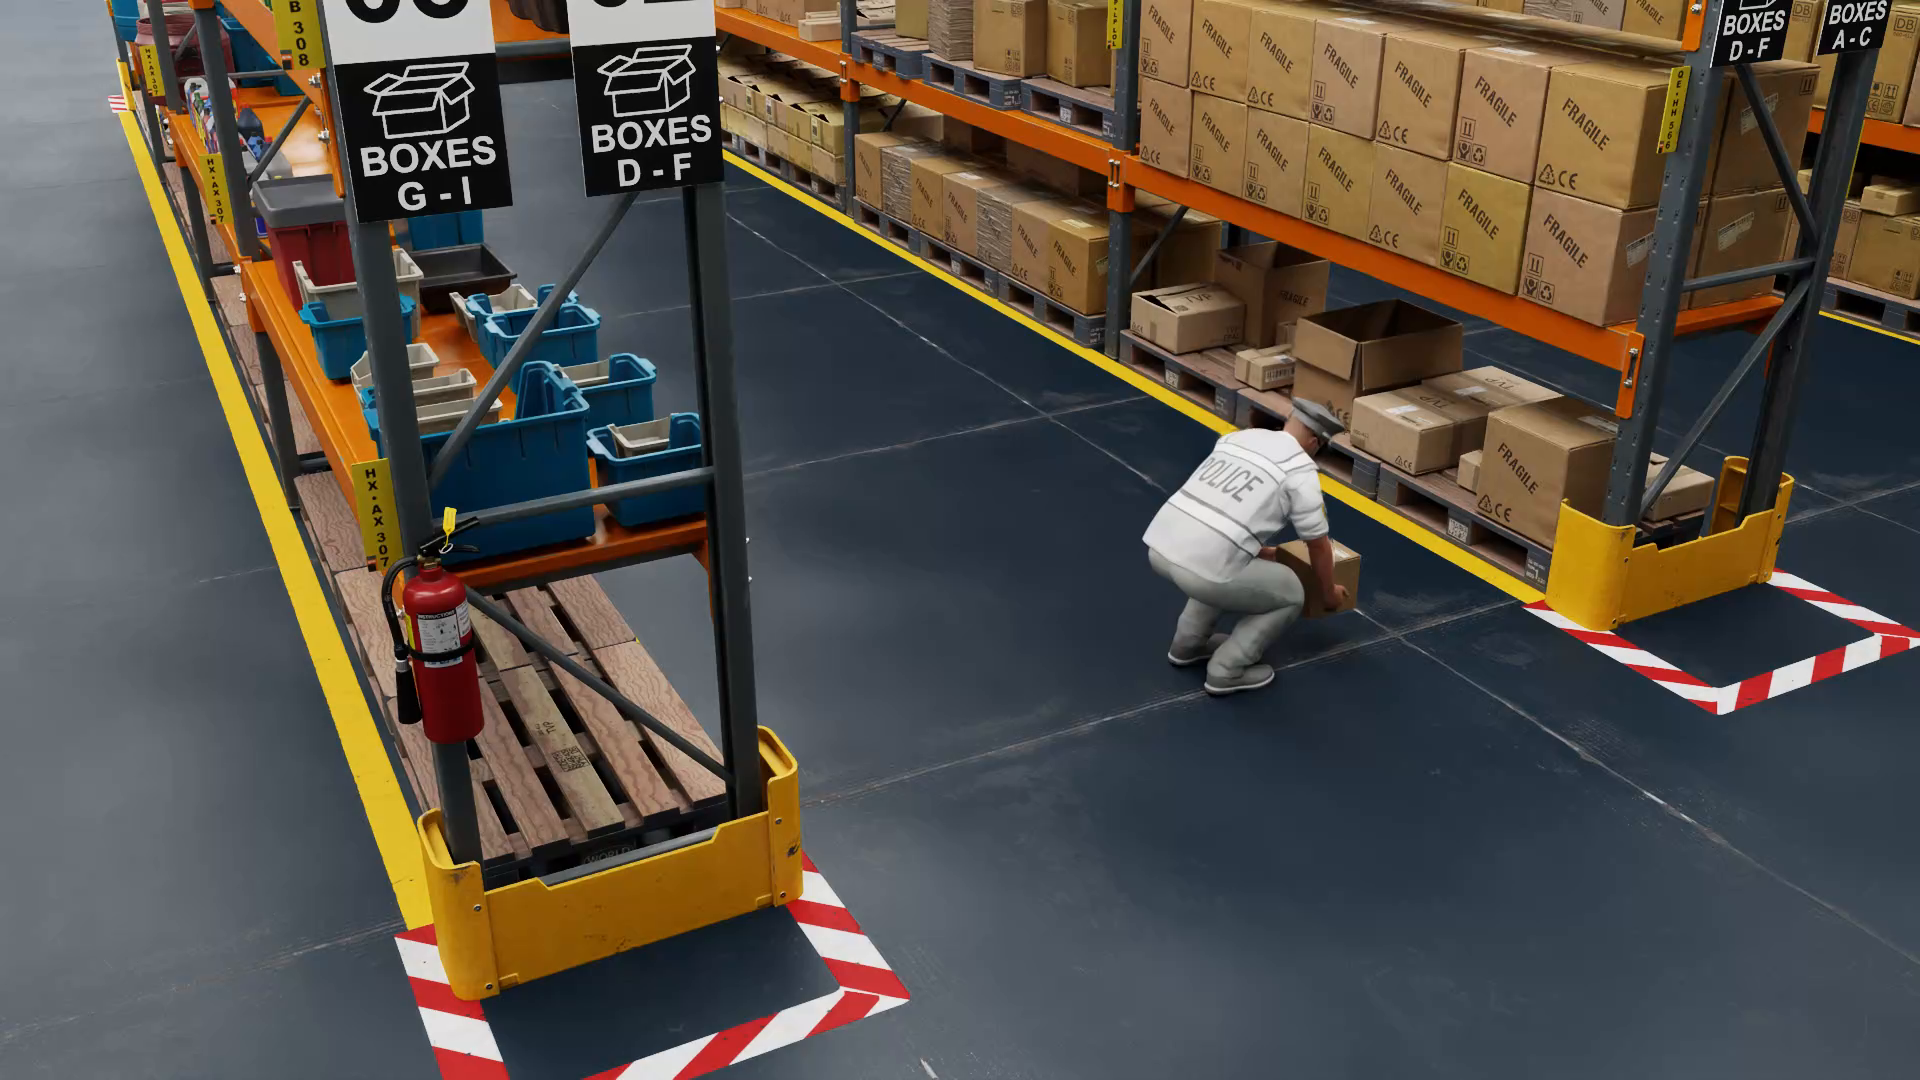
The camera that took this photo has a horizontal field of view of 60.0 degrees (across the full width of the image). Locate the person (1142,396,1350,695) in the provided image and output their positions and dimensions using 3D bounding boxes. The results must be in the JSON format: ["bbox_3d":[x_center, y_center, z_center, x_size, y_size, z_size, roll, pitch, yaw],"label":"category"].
[{"bbox_3d":[1.170,0.008,6.827,0.912,1.121,0.575,-13,28,-25],"label":"person"}]
